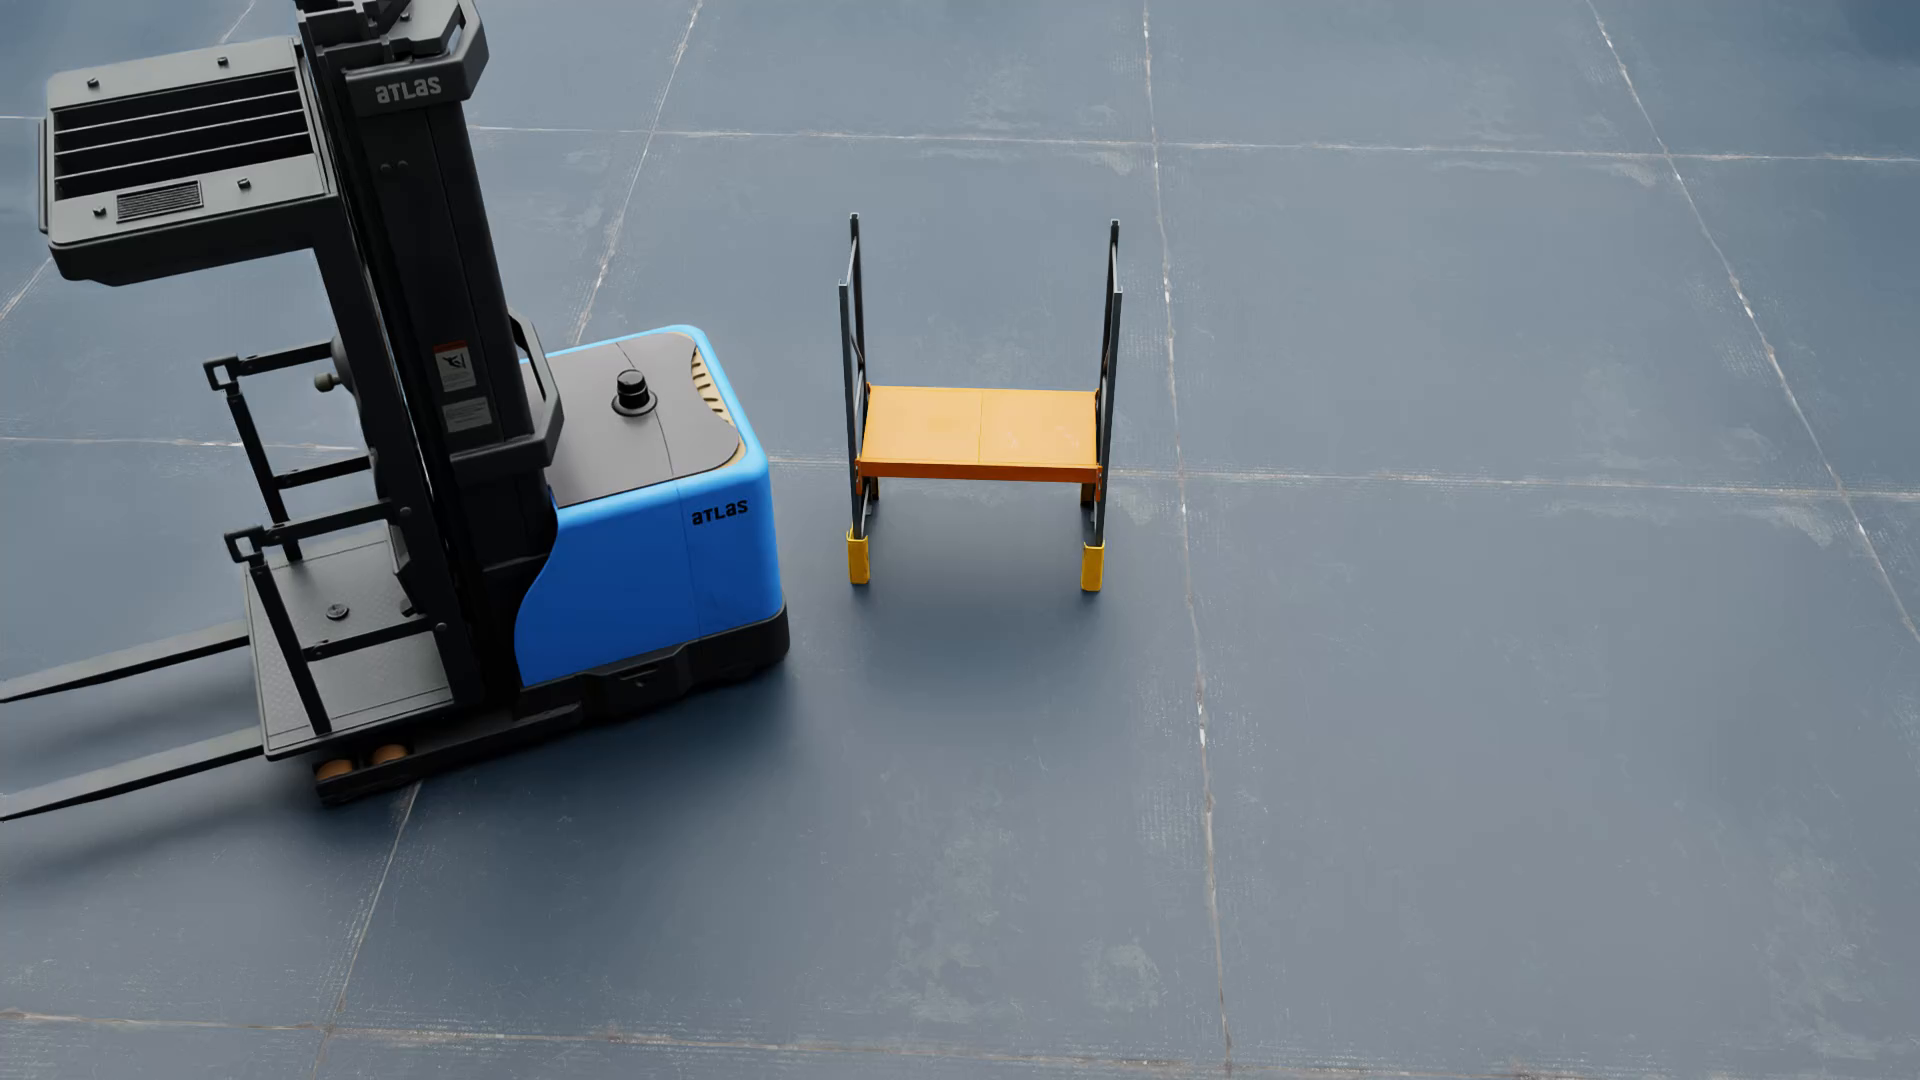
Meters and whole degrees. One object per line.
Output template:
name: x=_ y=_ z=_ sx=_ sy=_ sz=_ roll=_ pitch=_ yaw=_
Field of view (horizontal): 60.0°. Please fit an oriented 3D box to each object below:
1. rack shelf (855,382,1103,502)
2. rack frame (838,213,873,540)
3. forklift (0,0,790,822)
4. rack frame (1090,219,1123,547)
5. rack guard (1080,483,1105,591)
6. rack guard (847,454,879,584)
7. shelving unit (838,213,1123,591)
rack shelf: x=0.085 y=-0.415 z=6.944 sx=1.000 sy=0.185 sz=0.538 roll=2 pitch=43 yaw=2
rack frame: x=-0.423 y=-0.562 z=6.838 sx=0.032 sy=1.500 sz=0.500 roll=2 pitch=43 yaw=2
forklift: x=-2.260 y=-0.495 z=5.716 sx=3.031 sy=2.935 sz=1.130 roll=-15 pitch=45 yaw=-16
rack frame: x=0.593 y=-0.531 z=6.805 sx=0.032 sy=1.500 sz=0.500 roll=2 pitch=43 yaw=2
rack guard: x=0.574 y=-0.074 z=7.231 sx=0.087 sy=0.250 sz=0.587 roll=2 pitch=43 yaw=2
rack guard: x=-0.421 y=-0.104 z=7.264 sx=0.087 sy=0.250 sz=0.587 roll=2 pitch=43 yaw=2
shelving unit: x=0.076 y=-0.546 z=6.822 sx=1.083 sy=1.500 sz=0.587 roll=2 pitch=43 yaw=2
